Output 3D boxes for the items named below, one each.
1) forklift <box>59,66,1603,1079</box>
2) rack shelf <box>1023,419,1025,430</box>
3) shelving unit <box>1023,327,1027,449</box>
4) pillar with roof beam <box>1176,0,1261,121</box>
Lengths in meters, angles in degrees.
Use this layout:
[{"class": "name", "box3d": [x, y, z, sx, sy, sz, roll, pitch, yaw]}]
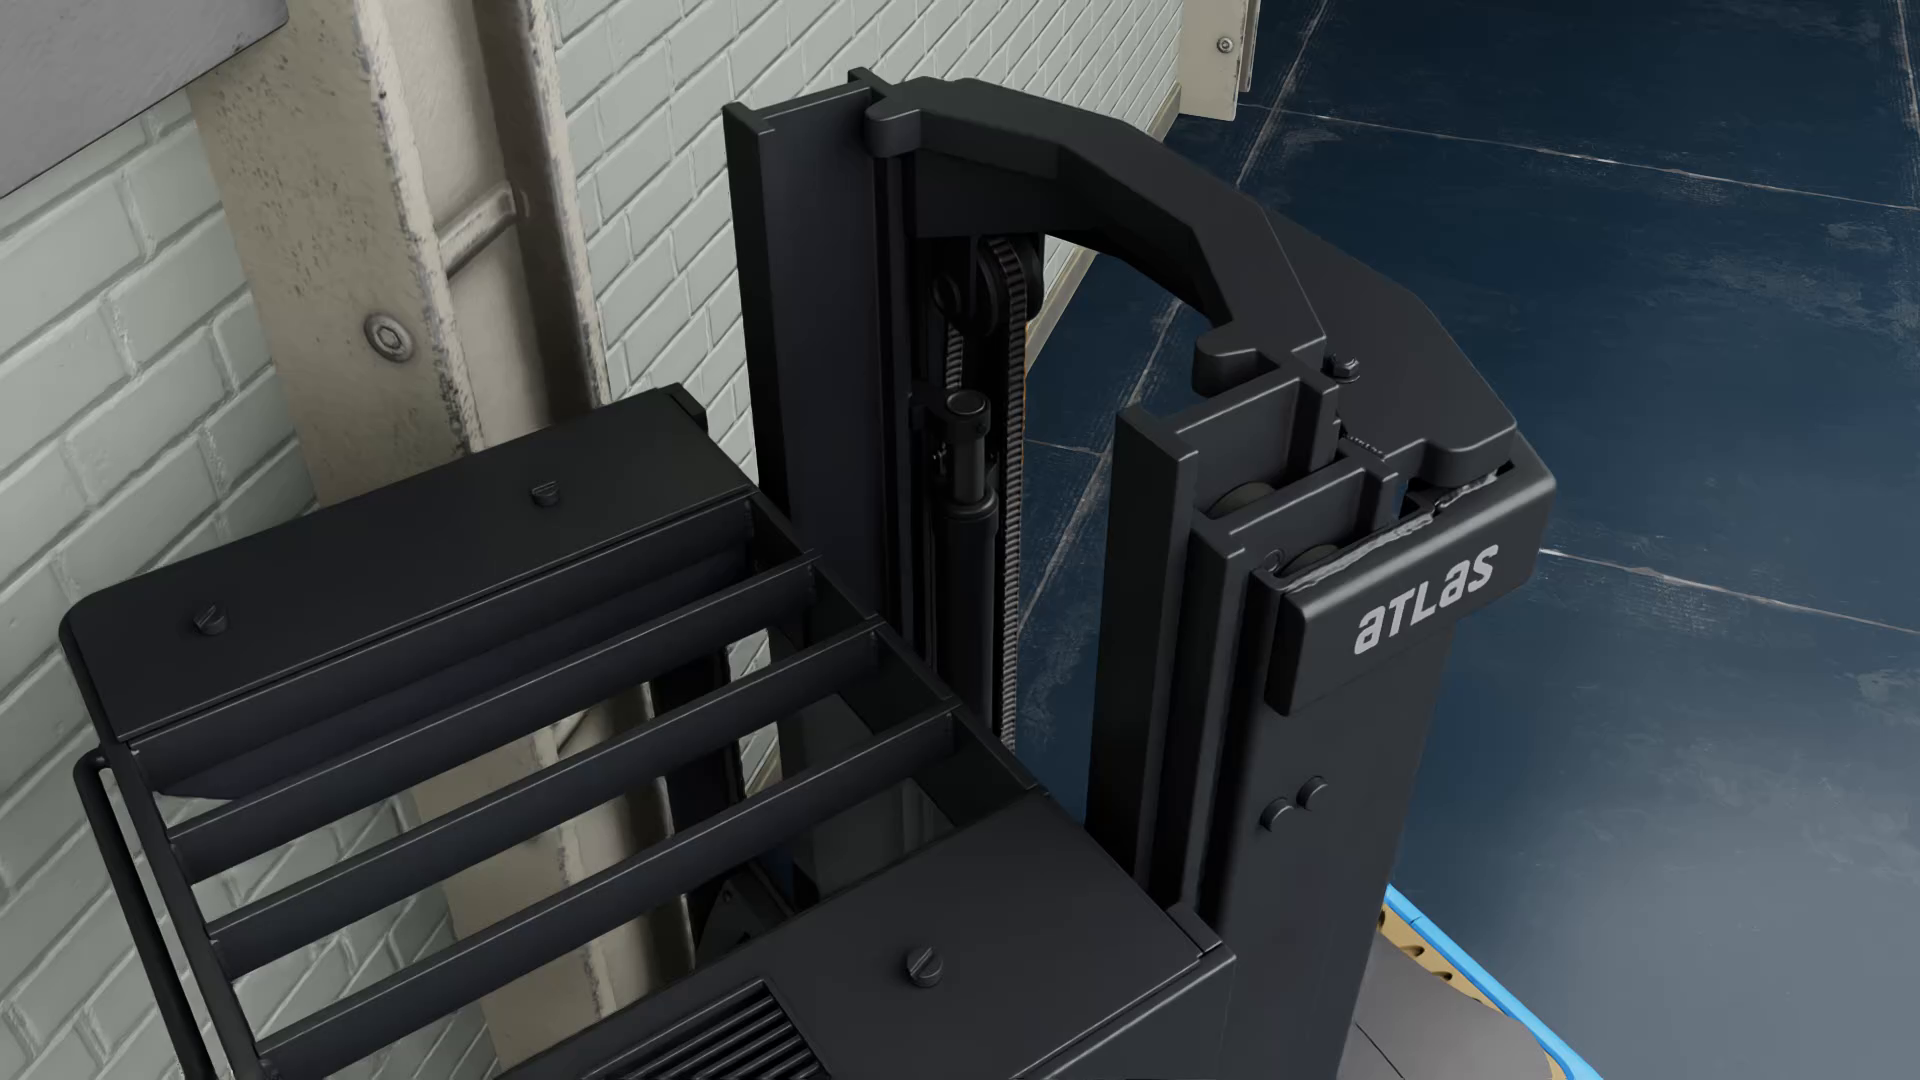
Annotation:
[{"class": "forklift", "box3d": [-0.314, 0.975, 2.349, 3.031, 2.935, 1.130, -24, 46, -26]}, {"class": "rack shelf", "box3d": [0.070, -0.336, 5.471, 0.258, 0.103, 0.180, 7, 41, 8]}, {"class": "shelving unit", "box3d": [0.069, -0.461, 5.364, 0.258, 1.200, 0.189, 7, 41, 8]}, {"class": "pillar with roof beam", "box3d": [5.306, -4.677, 4.299, 9.100, 9.000, 0.400, 13, 42, 15]}]
